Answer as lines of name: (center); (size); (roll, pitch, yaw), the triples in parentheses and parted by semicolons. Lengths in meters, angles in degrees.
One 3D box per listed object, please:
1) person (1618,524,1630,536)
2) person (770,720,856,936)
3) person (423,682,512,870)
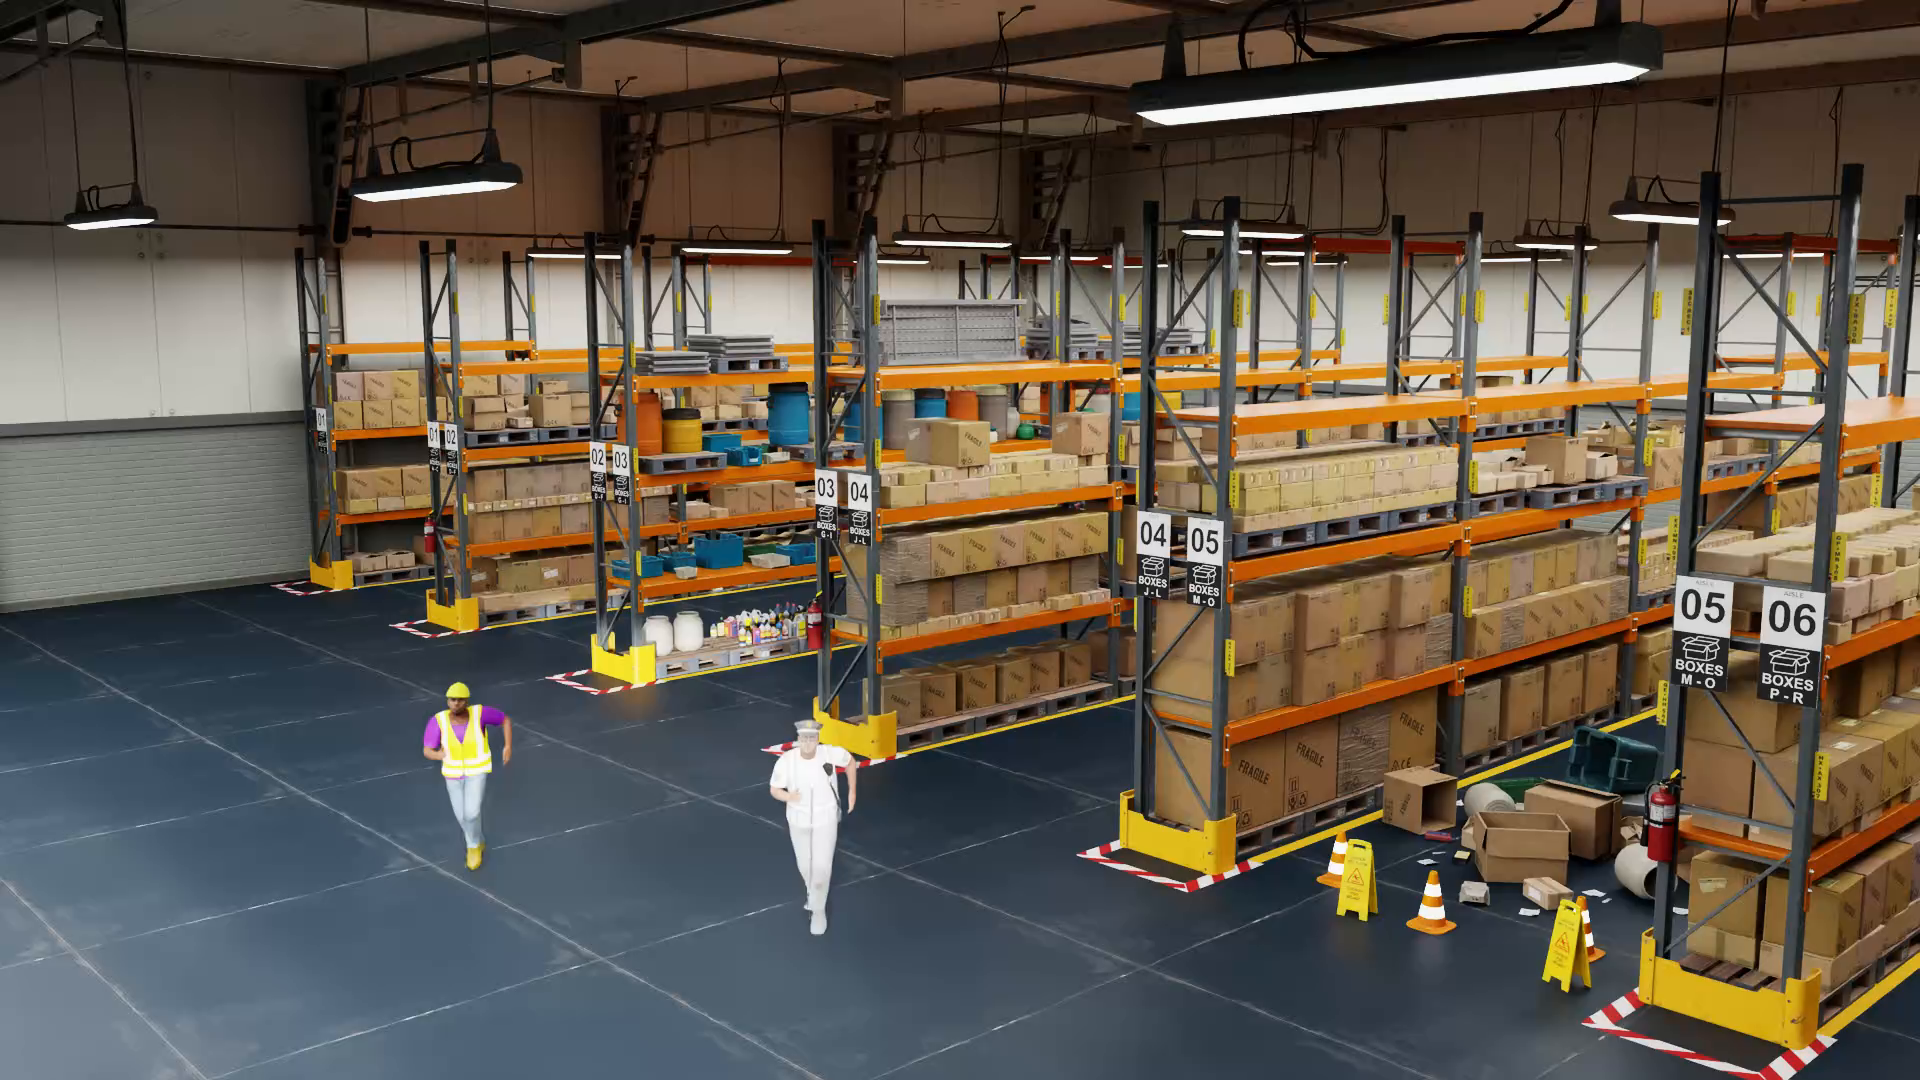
person: (9.996, 0.644, 24.933); (0.946, 1.784, 0.667); (-8, 11, -43)
person: (-1.201, 2.317, 13.659); (0.688, 1.812, 0.858); (0, 8, -1)
person: (-4.431, 2.112, 14.965); (0.736, 1.730, 0.790); (-1, 8, -7)
